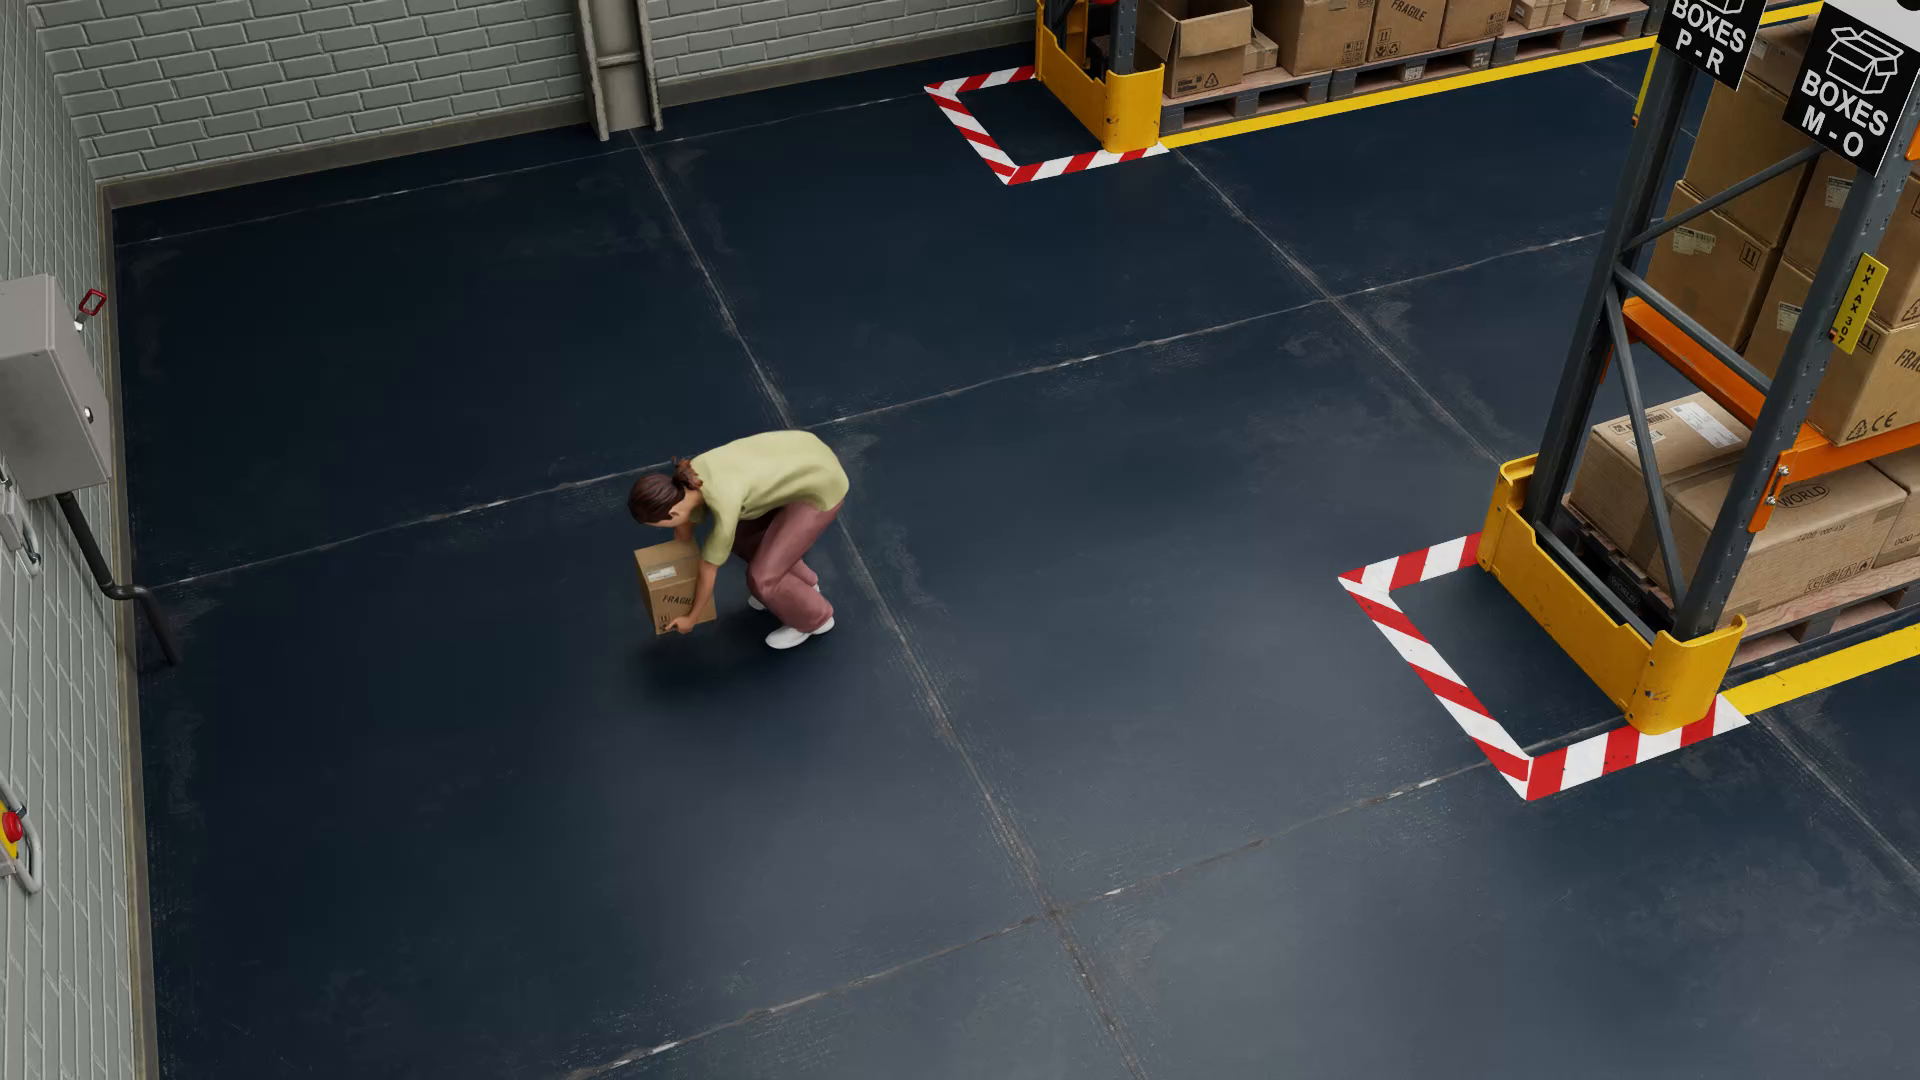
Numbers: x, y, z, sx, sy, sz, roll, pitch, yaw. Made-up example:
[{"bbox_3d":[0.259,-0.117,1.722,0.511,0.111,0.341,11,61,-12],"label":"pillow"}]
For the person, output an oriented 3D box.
[{"bbox_3d":[-0.864,0.007,6.668,0.868,0.987,0.474,-17,45,-18],"label":"person"}]
